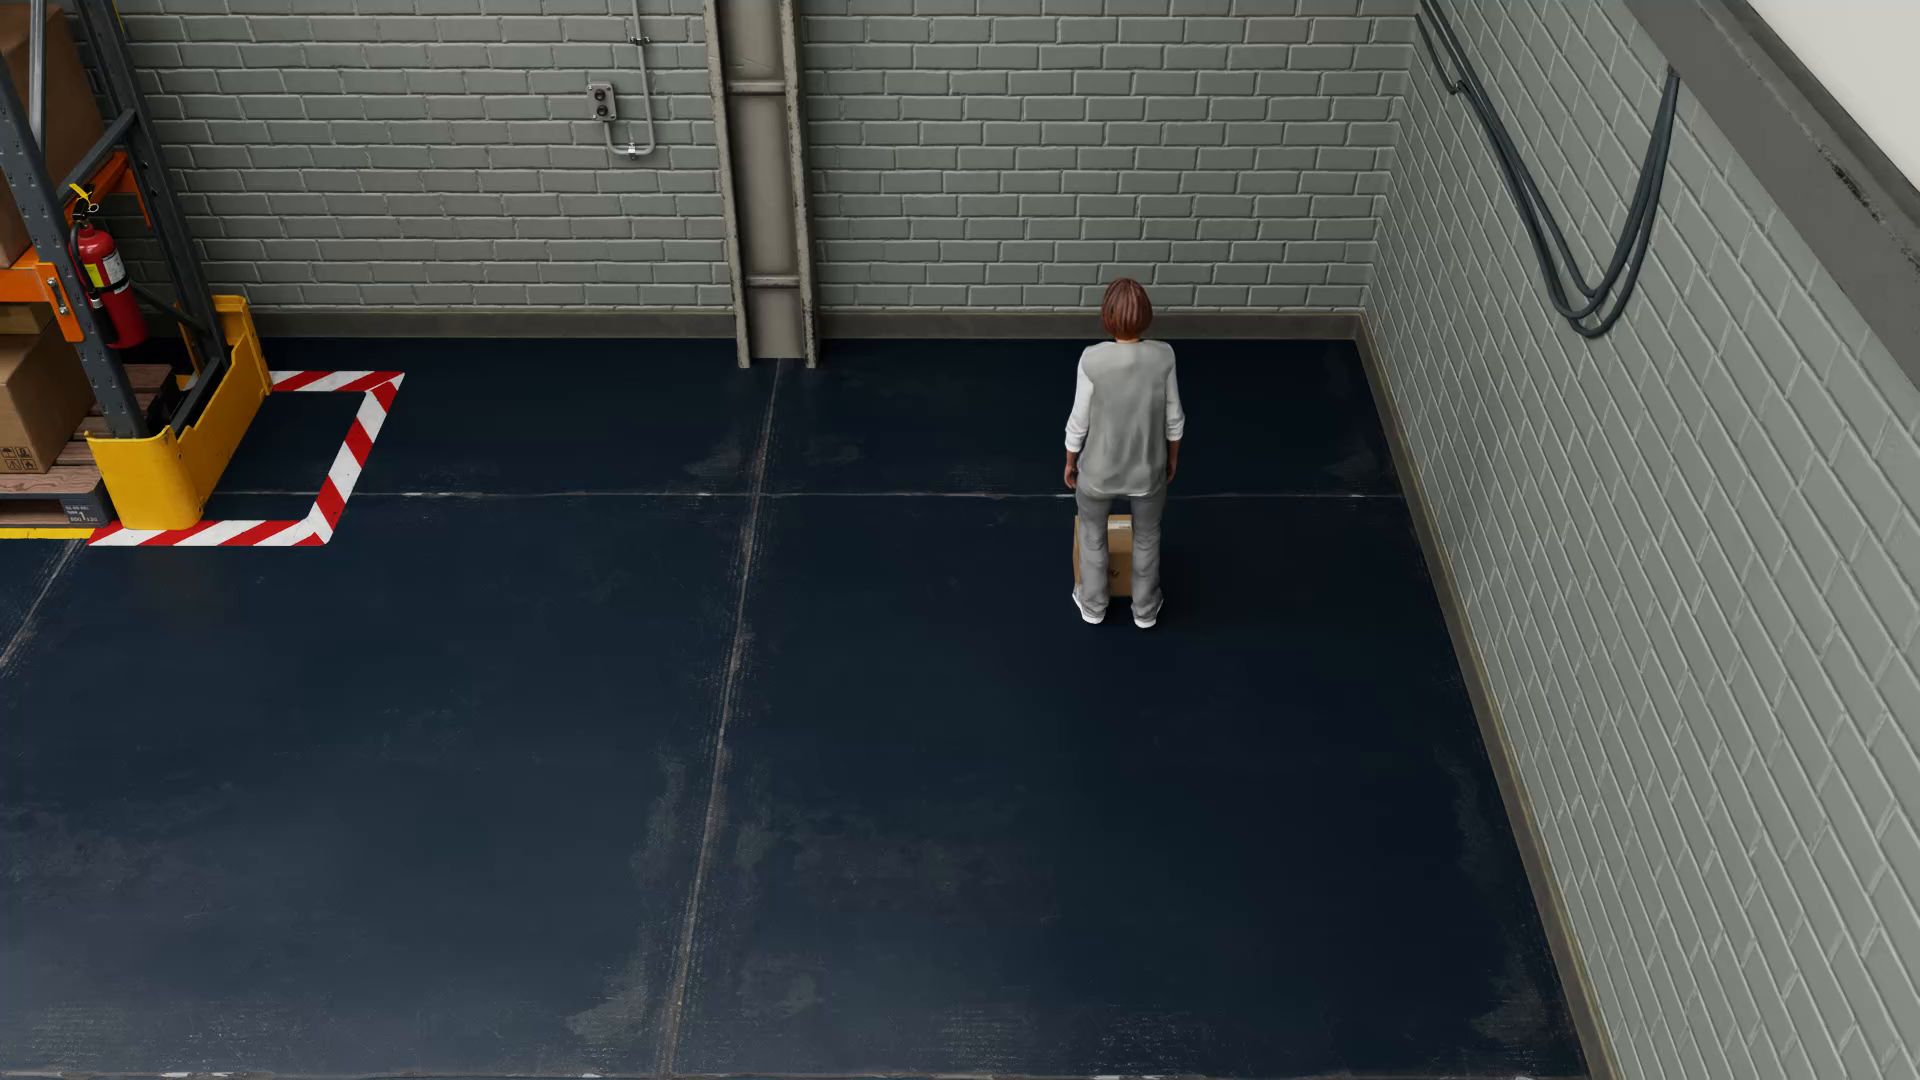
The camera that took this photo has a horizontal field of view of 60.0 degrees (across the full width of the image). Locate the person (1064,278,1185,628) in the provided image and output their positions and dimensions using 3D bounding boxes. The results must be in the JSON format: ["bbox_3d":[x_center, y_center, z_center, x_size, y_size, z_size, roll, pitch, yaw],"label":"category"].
[{"bbox_3d":[0.633,-0.293,6.523,0.469,1.580,0.377,-2,40,-2],"label":"person"}]
